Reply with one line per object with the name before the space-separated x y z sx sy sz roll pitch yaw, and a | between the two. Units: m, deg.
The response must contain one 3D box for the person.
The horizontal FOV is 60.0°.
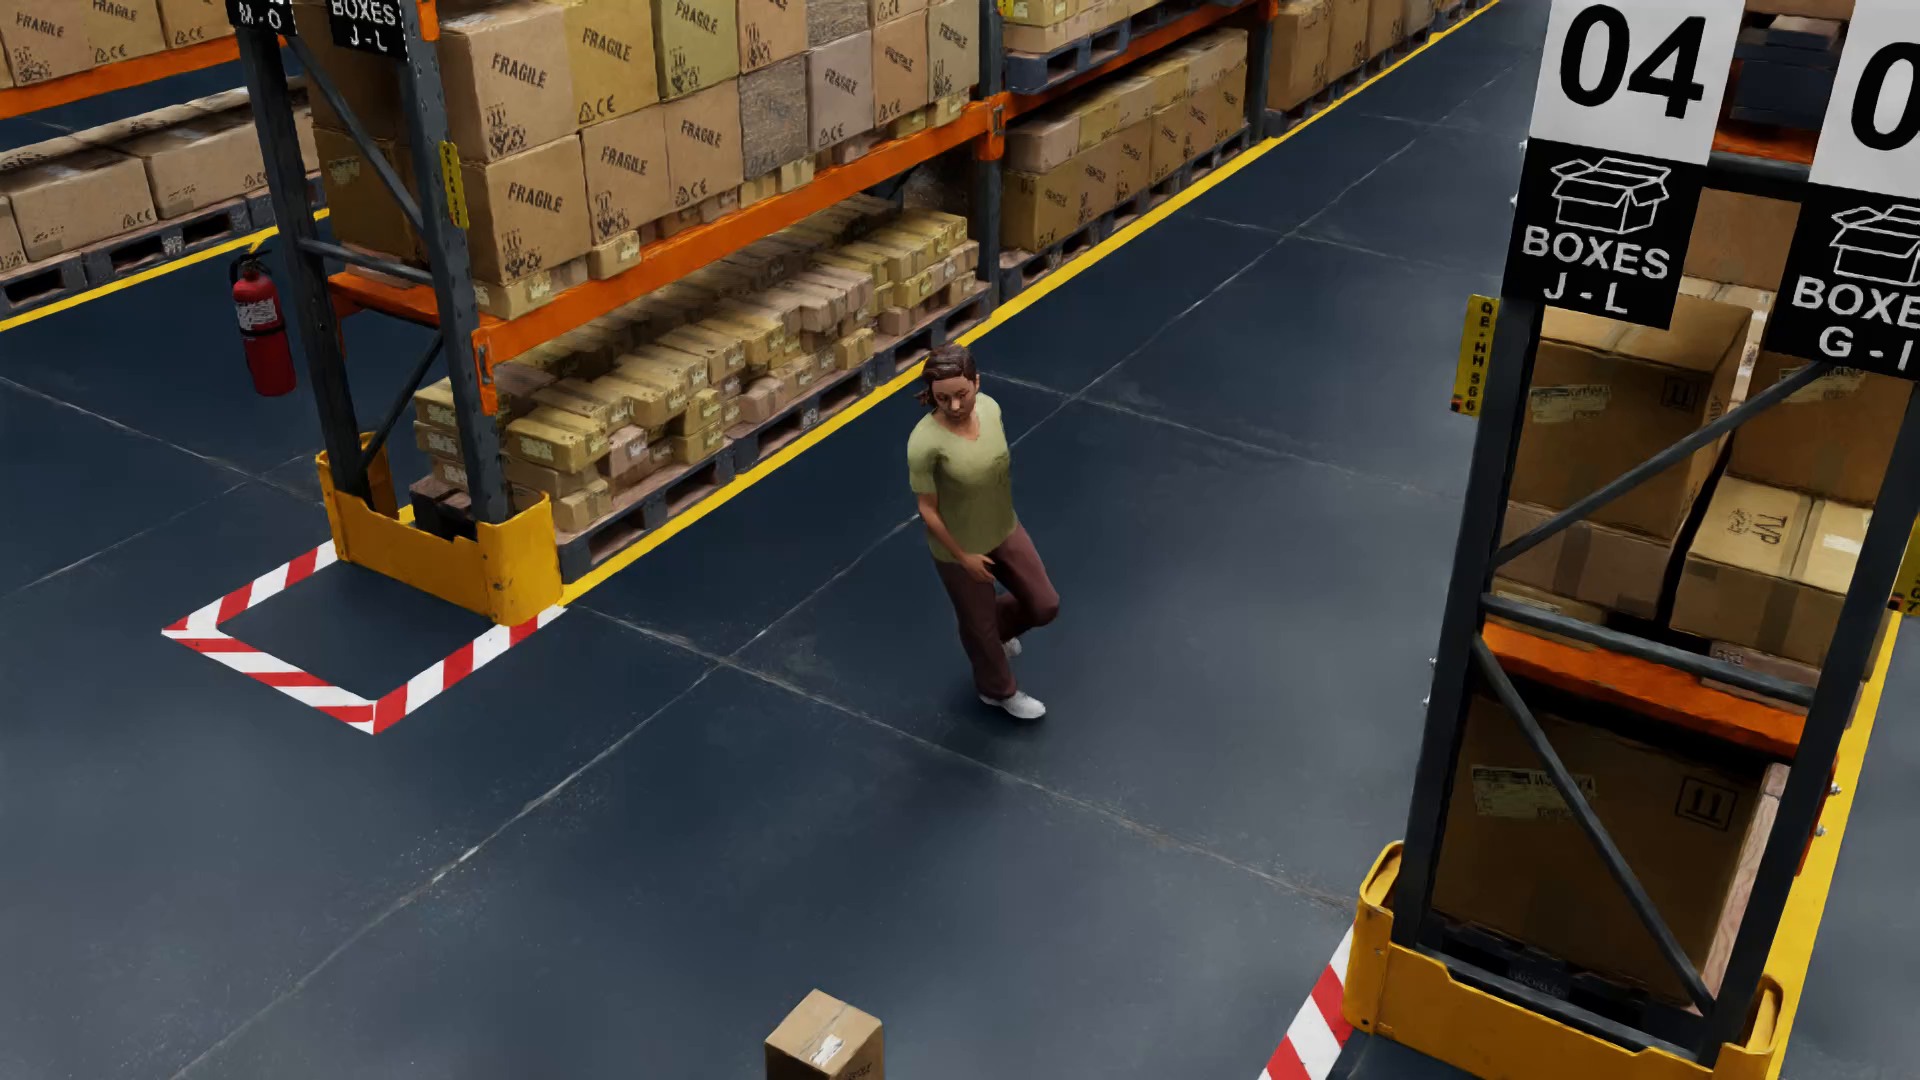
person | 0.089 -0.012 6.155 0.636 1.644 0.461 -24 38 -35
